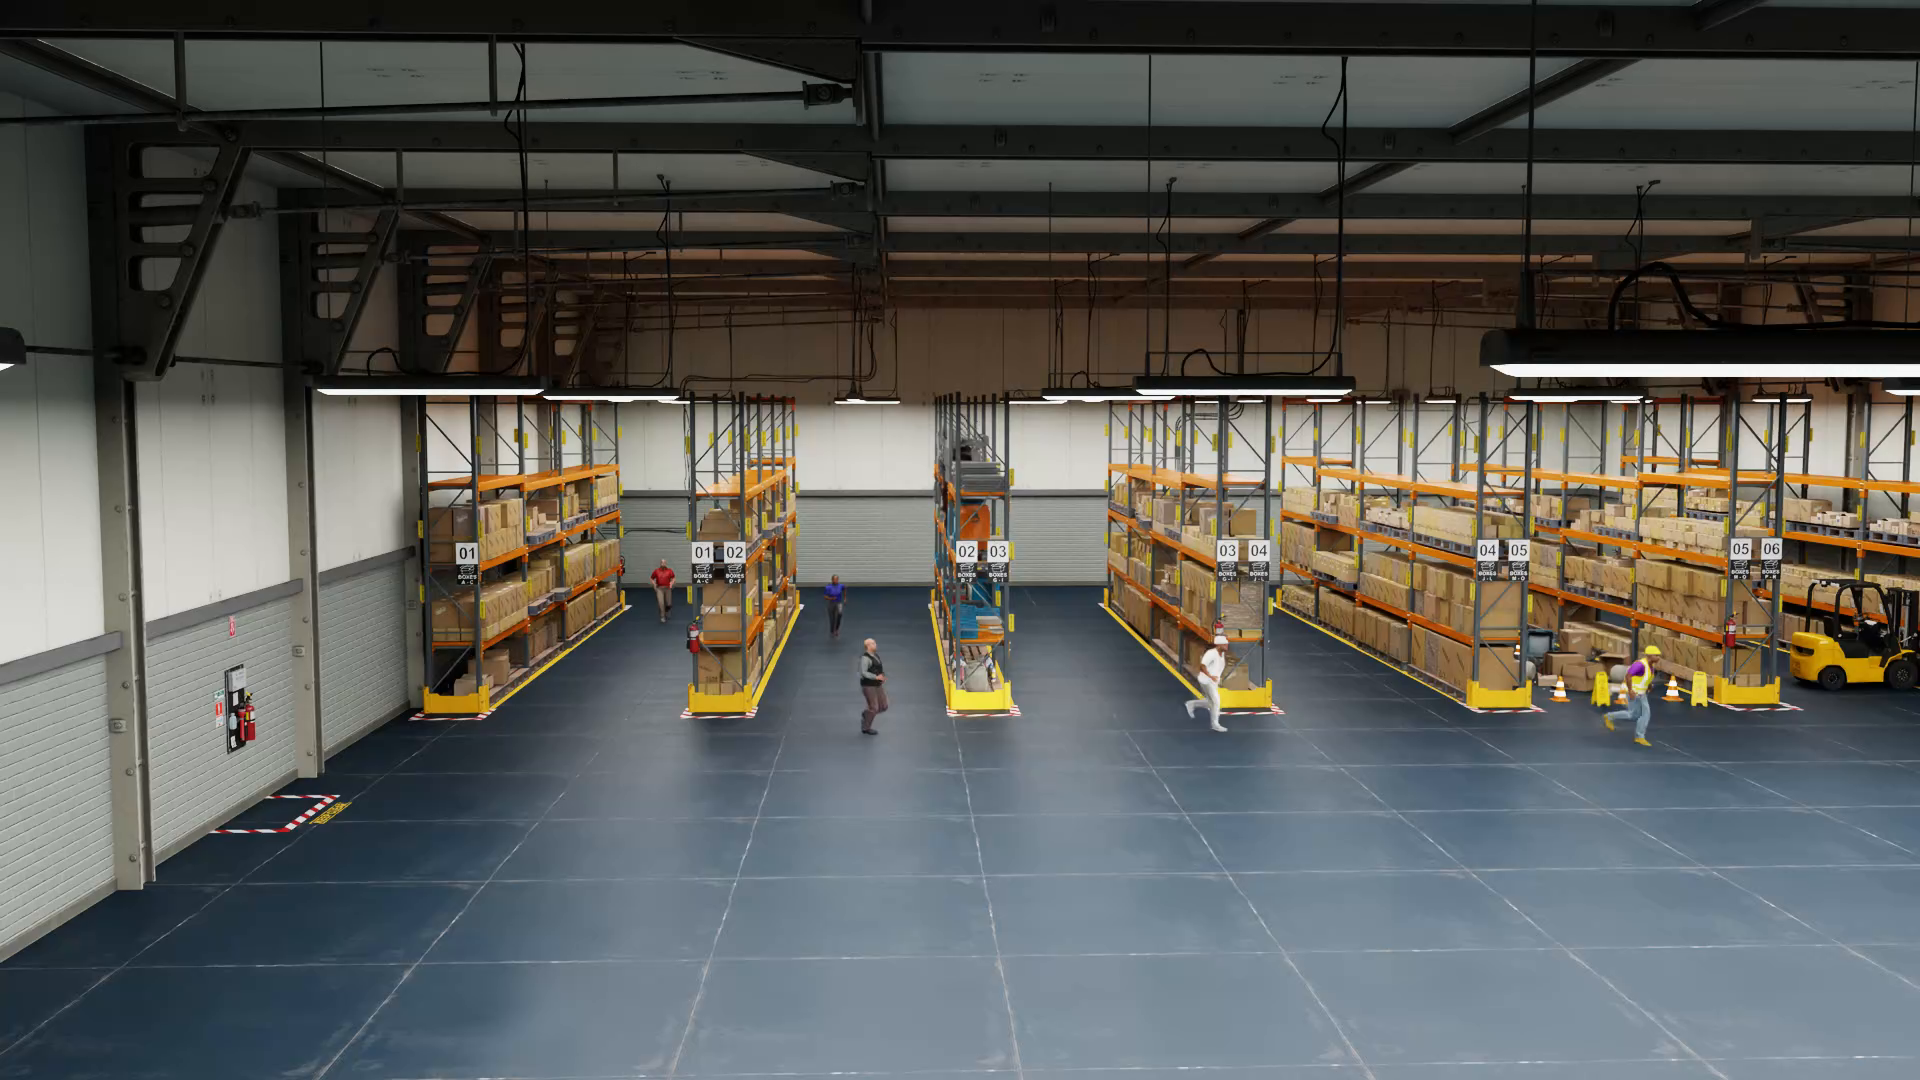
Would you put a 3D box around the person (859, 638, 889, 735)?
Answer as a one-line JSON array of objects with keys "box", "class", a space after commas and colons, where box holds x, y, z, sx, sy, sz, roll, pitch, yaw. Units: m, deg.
[{"box": [-1.501, 2.557, 29.074, 0.569, 1.680, 0.652, 2, 5, 22], "class": "person"}]

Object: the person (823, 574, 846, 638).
[{"box": [-3.053, 1.627, 40.515, 0.600, 1.615, 0.934, -1, 5, -13], "class": "person"}]

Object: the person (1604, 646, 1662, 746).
[{"box": [11.493, 2.627, 28.396, 0.942, 1.708, 0.701, 4, 6, 40], "class": "person"}]

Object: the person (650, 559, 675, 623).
[{"box": [-7.895, 1.343, 44.224, 0.664, 1.673, 0.622, -1, 5, -15], "class": "person"}]

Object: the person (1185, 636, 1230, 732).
[{"box": [4.368, 2.524, 29.483, 0.873, 1.708, 0.672, 3, 6, 36], "class": "person"}]
